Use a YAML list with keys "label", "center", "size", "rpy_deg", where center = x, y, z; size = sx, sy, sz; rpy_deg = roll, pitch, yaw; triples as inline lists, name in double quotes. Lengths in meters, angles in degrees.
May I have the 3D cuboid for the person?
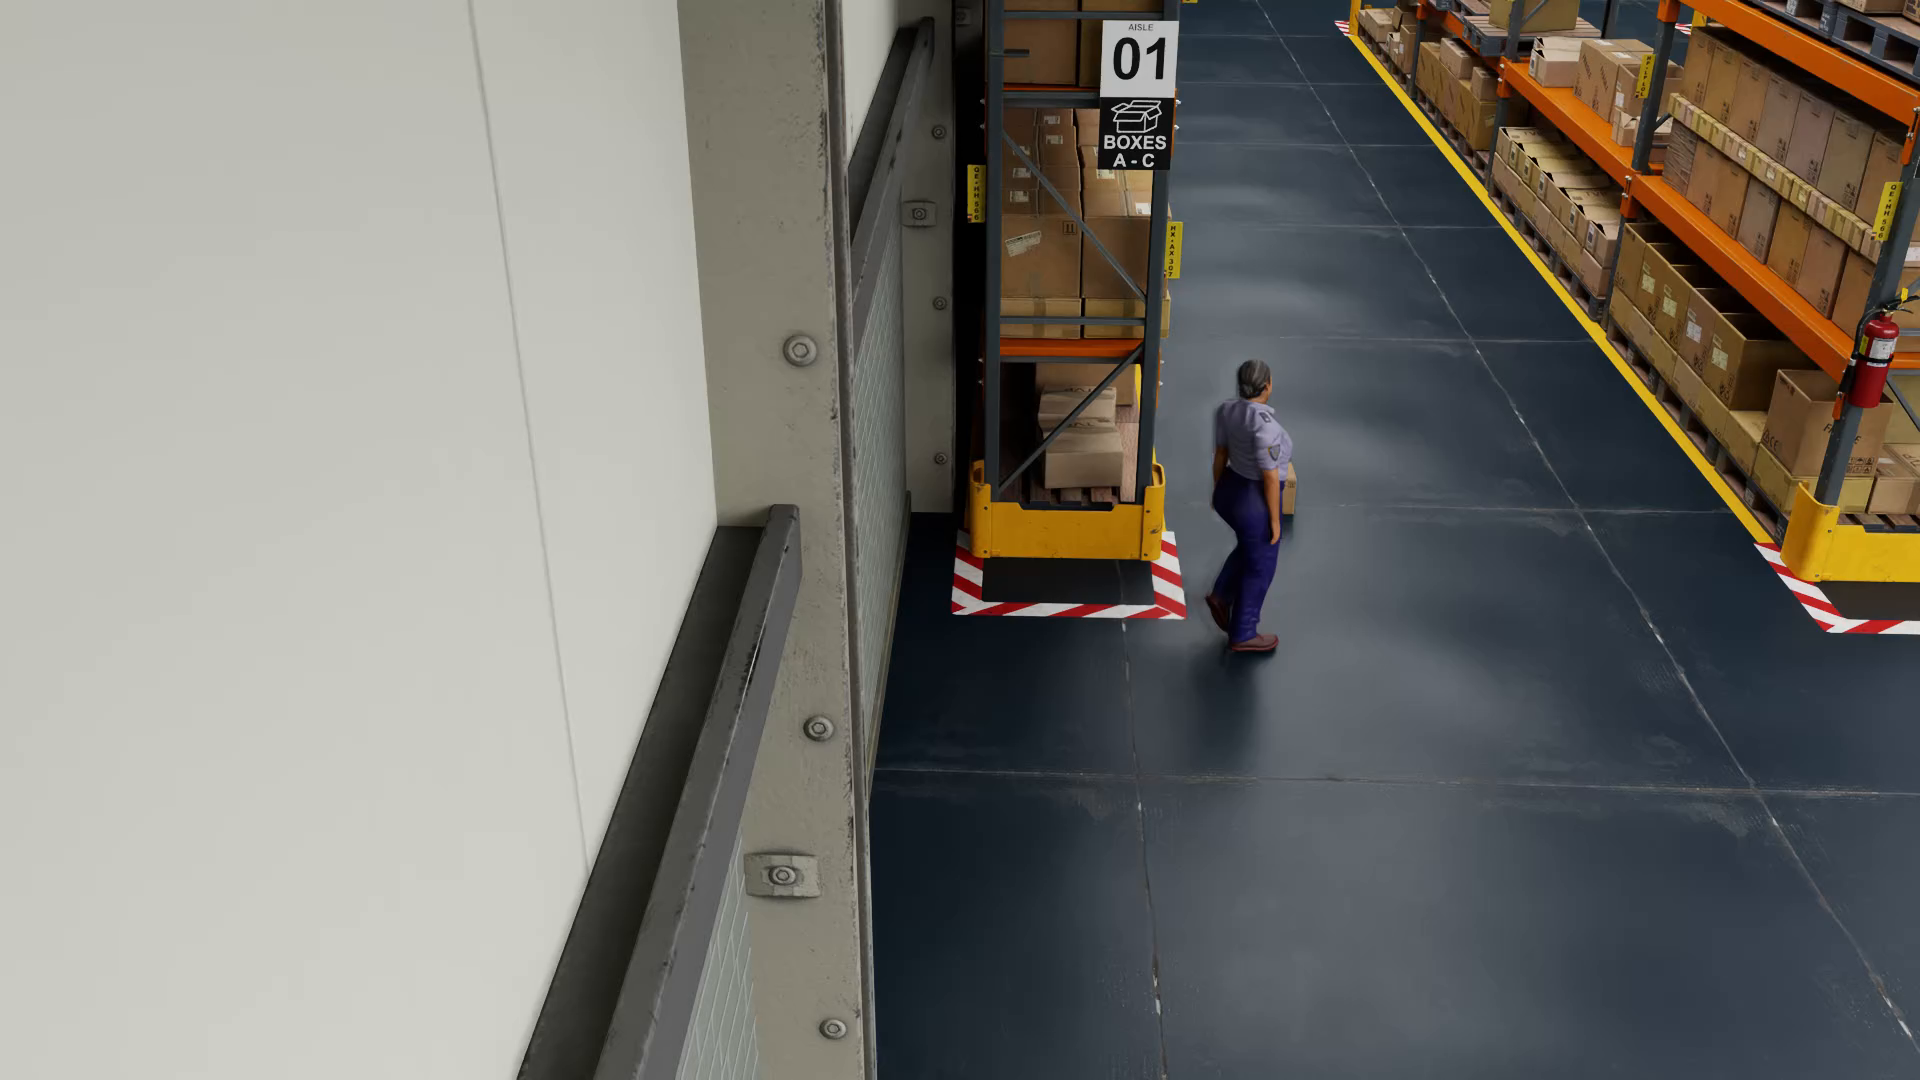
- label: "person"
  center: [1.586, -0.201, 8.979]
  size: [0.451, 1.639, 0.536]
  rpy_deg: [-11, 30, -20]
